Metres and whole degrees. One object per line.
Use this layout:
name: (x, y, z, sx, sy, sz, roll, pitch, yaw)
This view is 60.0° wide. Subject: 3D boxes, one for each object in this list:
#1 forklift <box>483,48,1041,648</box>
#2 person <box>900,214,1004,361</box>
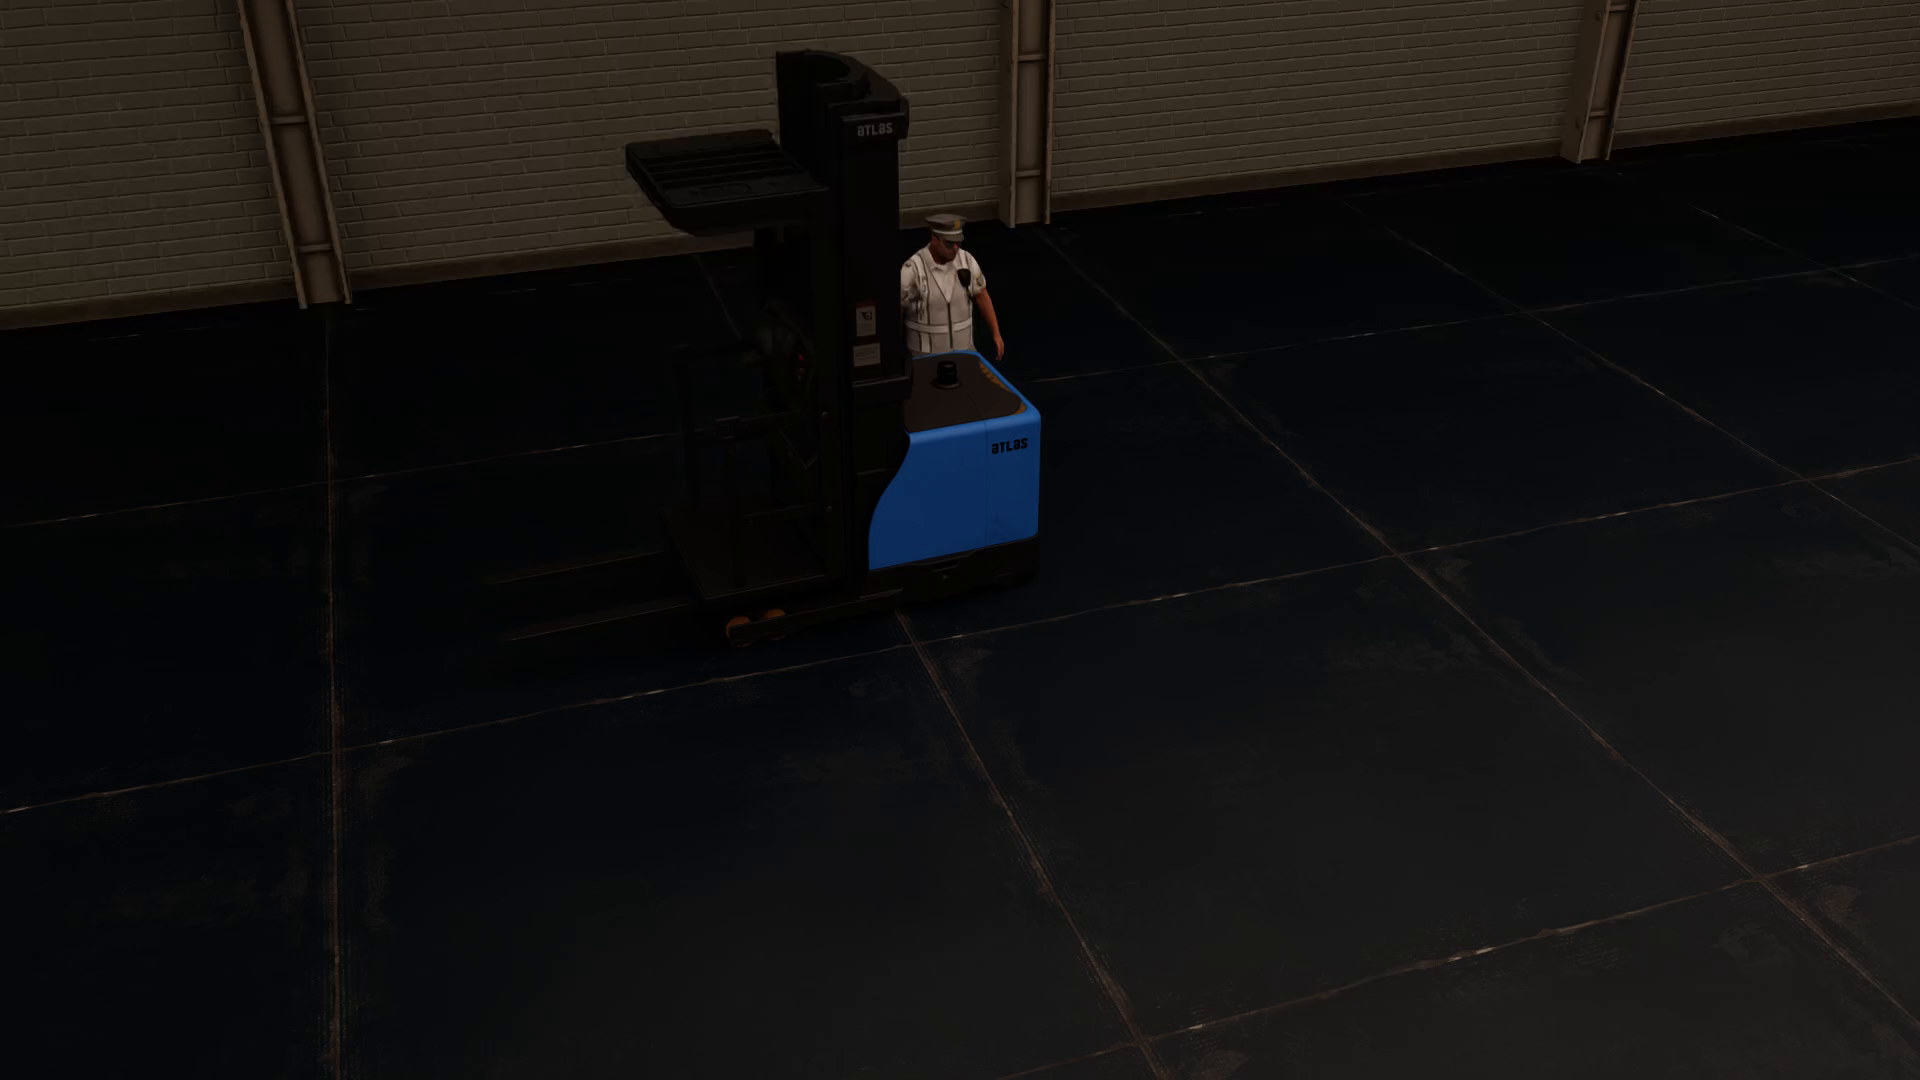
forklift: (-1.109, -0.986, 8.801, 3.031, 2.935, 1.130, -11, 32, -19)
person: (-0.109, -1.222, 10.419, 0.773, 1.726, 0.381, -13, 32, -21)
